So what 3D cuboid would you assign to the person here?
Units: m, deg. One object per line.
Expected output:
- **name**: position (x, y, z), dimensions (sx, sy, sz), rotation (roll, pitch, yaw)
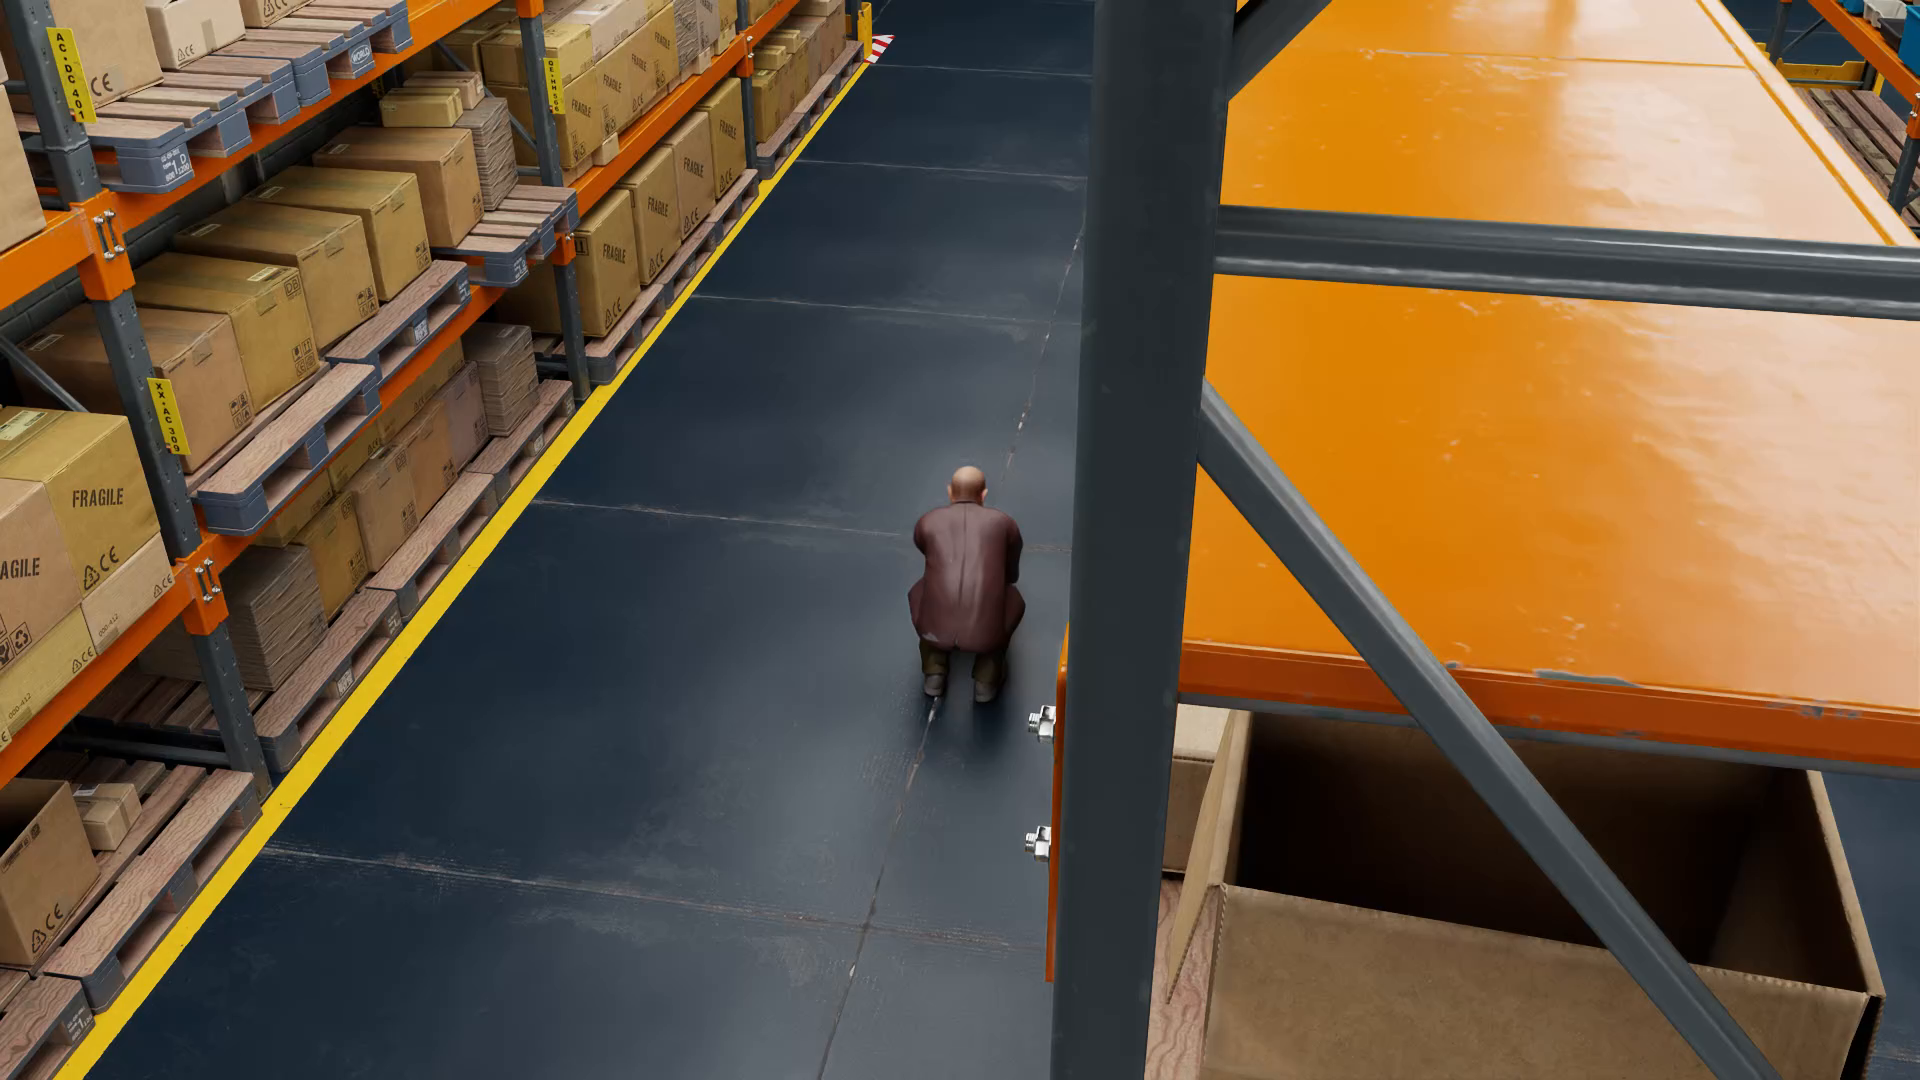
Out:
- **person**: position (0.053, 0.173, 8.156), dimensions (0.576, 0.957, 1.000), rotation (5, 32, 8)
